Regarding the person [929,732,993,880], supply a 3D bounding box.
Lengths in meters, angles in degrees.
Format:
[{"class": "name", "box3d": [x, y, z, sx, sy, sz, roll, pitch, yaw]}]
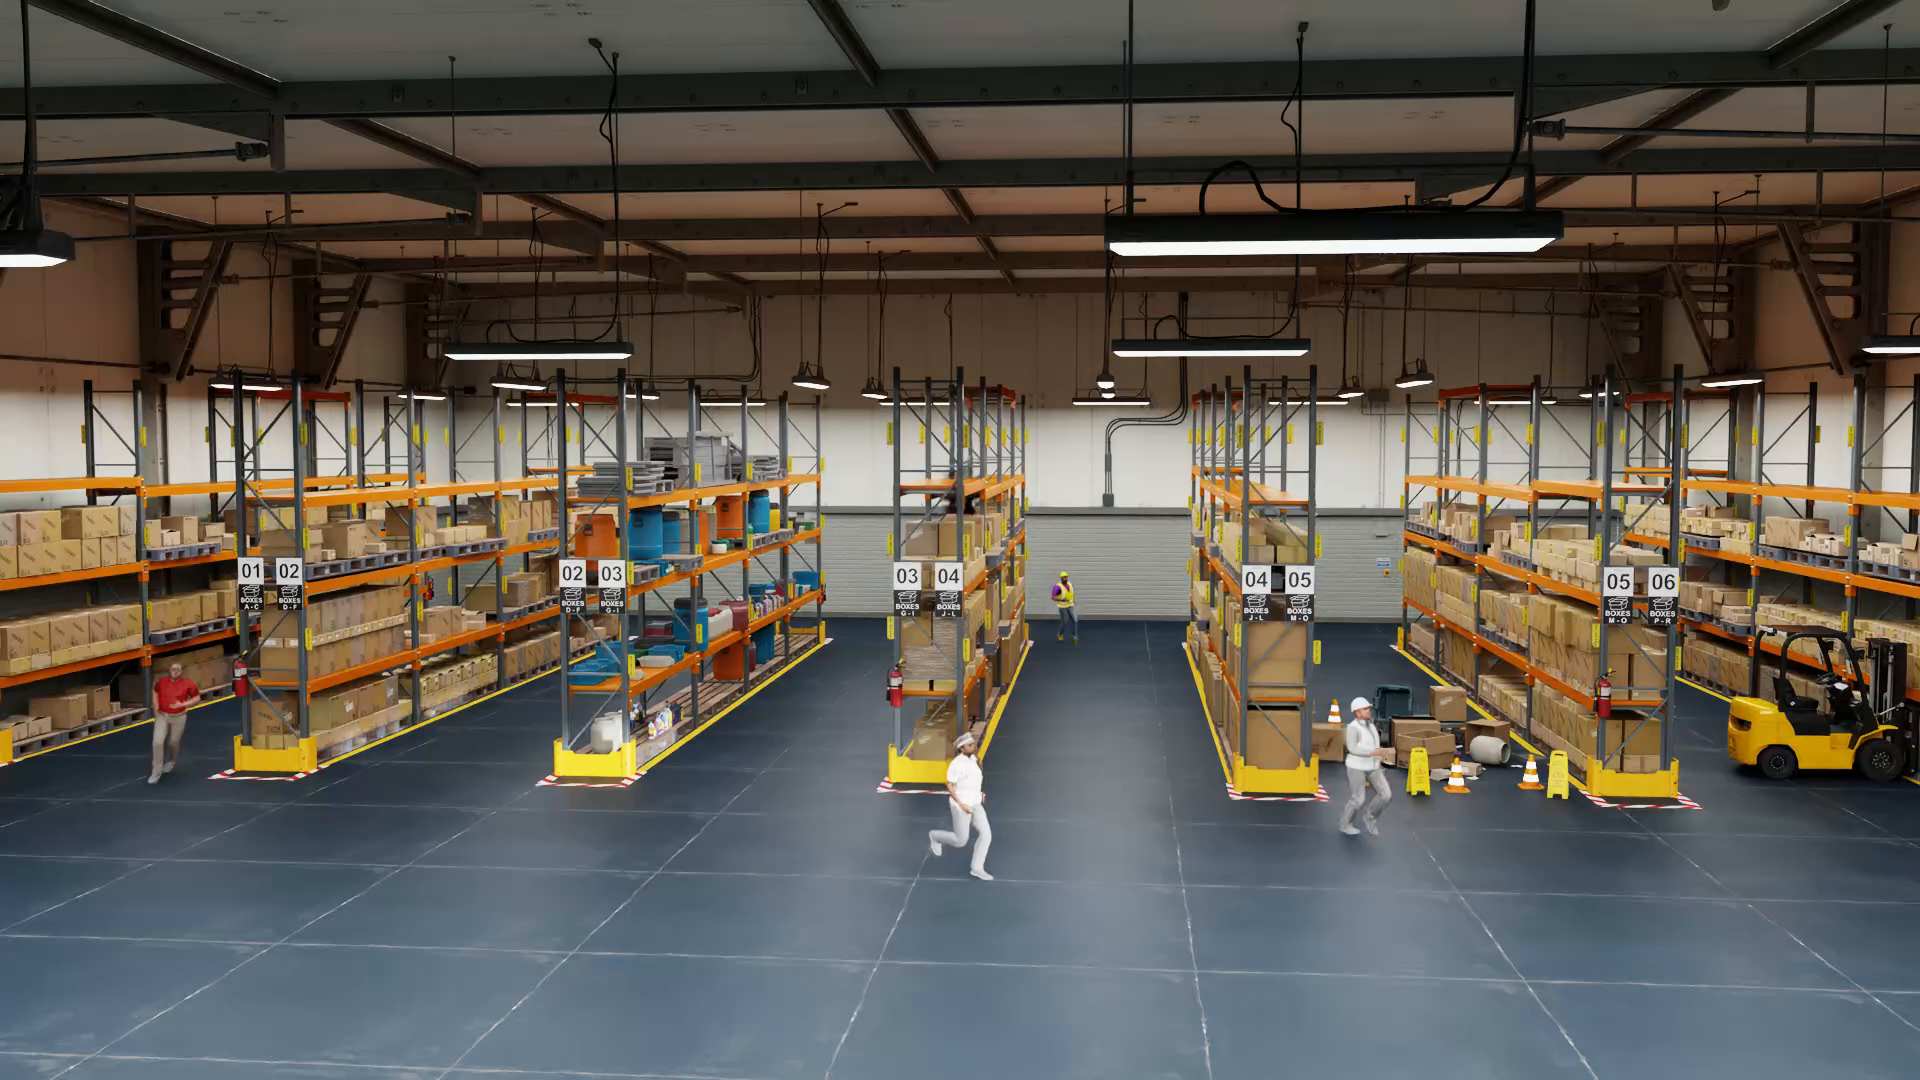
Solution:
[{"class": "person", "box3d": [0.039, 3.013, 18.993, 0.803, 1.671, 0.572, 3, 5, 39]}]

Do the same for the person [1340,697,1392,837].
[{"class": "person", "box3d": [5.048, 2.836, 20.670, 0.625, 1.758, 0.702, -3, 4, -36]}]

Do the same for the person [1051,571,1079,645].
[{"class": "person", "box3d": [2.506, 1.669, 40.159, 0.754, 1.837, 0.740, -2, 4, -32]}]

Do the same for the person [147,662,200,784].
[{"class": "person", "box3d": [-11.522, 2.648, 24.421, 0.689, 1.736, 0.882, -1, 4, -17]}]
